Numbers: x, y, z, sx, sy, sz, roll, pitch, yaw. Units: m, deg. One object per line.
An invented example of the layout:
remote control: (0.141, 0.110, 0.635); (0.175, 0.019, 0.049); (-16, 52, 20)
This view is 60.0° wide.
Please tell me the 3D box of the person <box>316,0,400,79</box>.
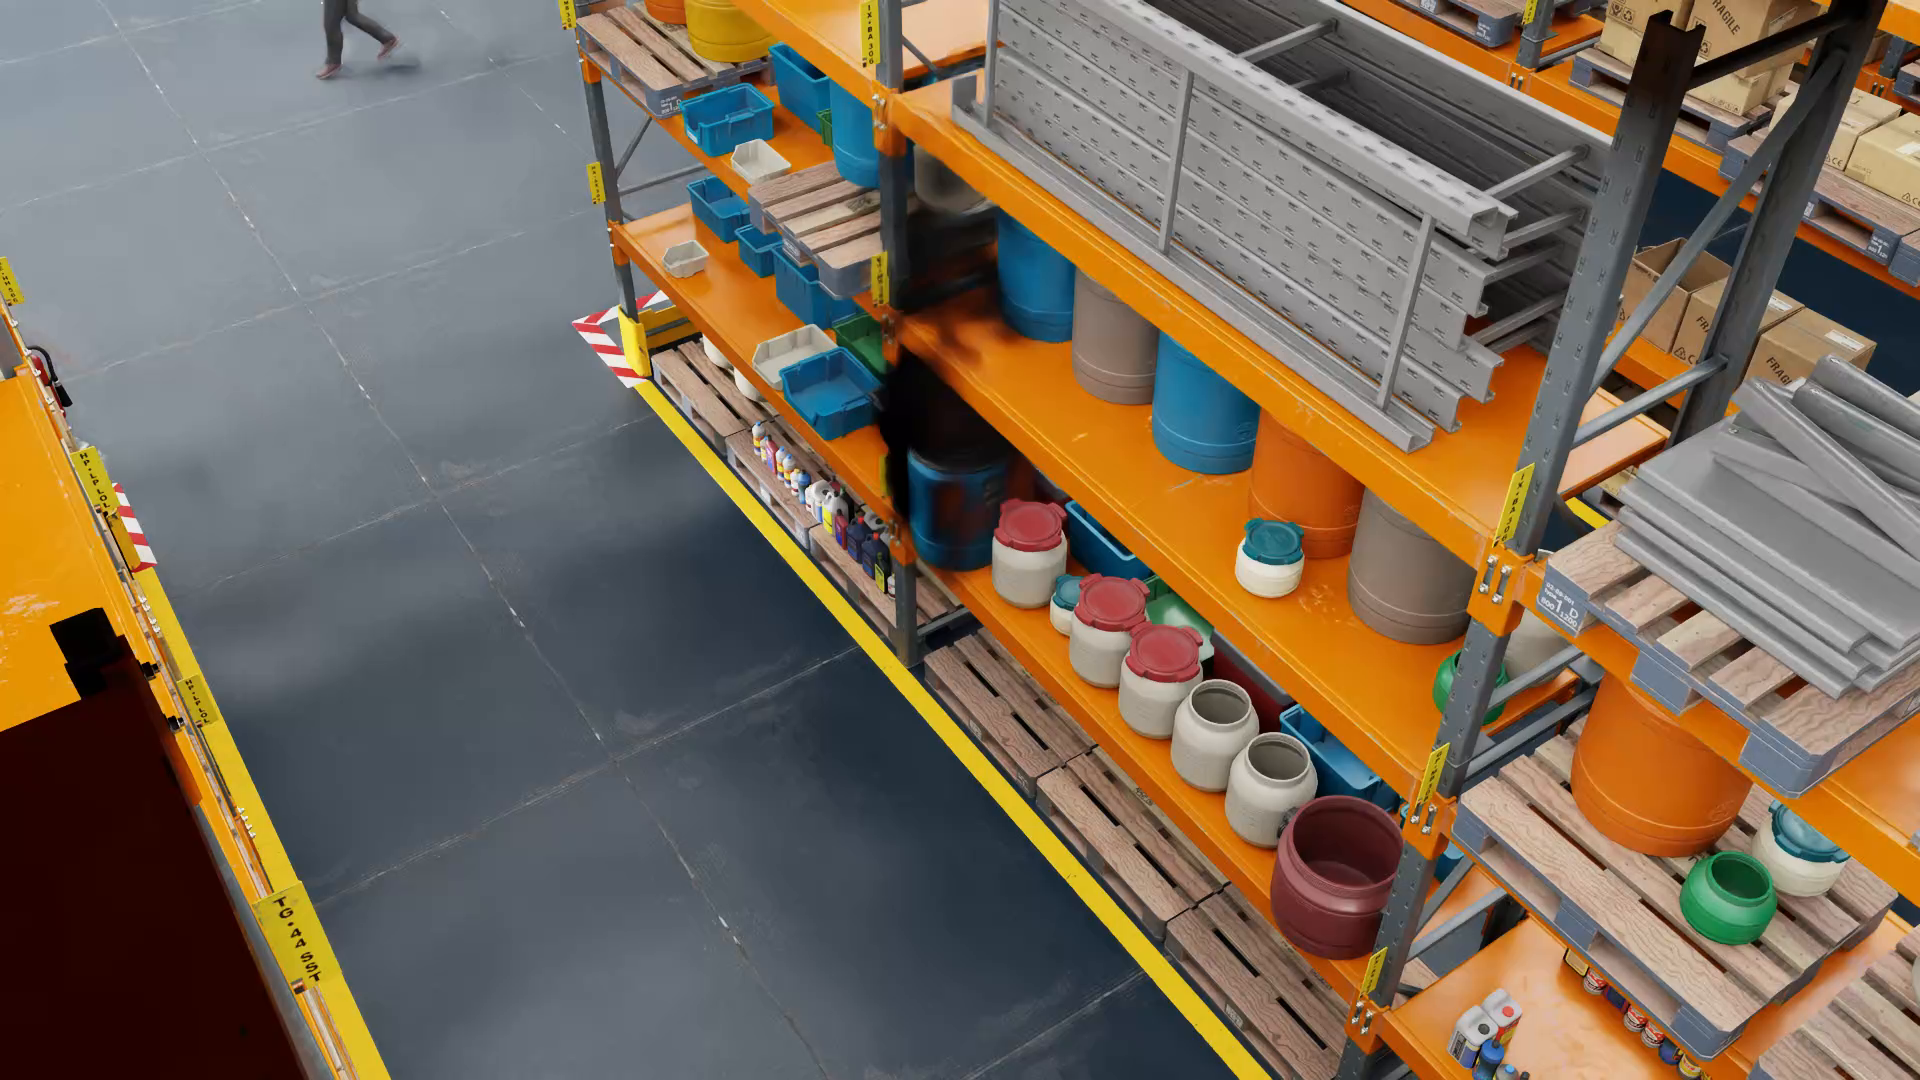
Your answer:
person: (-6.128, -5.444, 16.430); (0.883, 1.680, 0.574); (-13, 44, -14)
